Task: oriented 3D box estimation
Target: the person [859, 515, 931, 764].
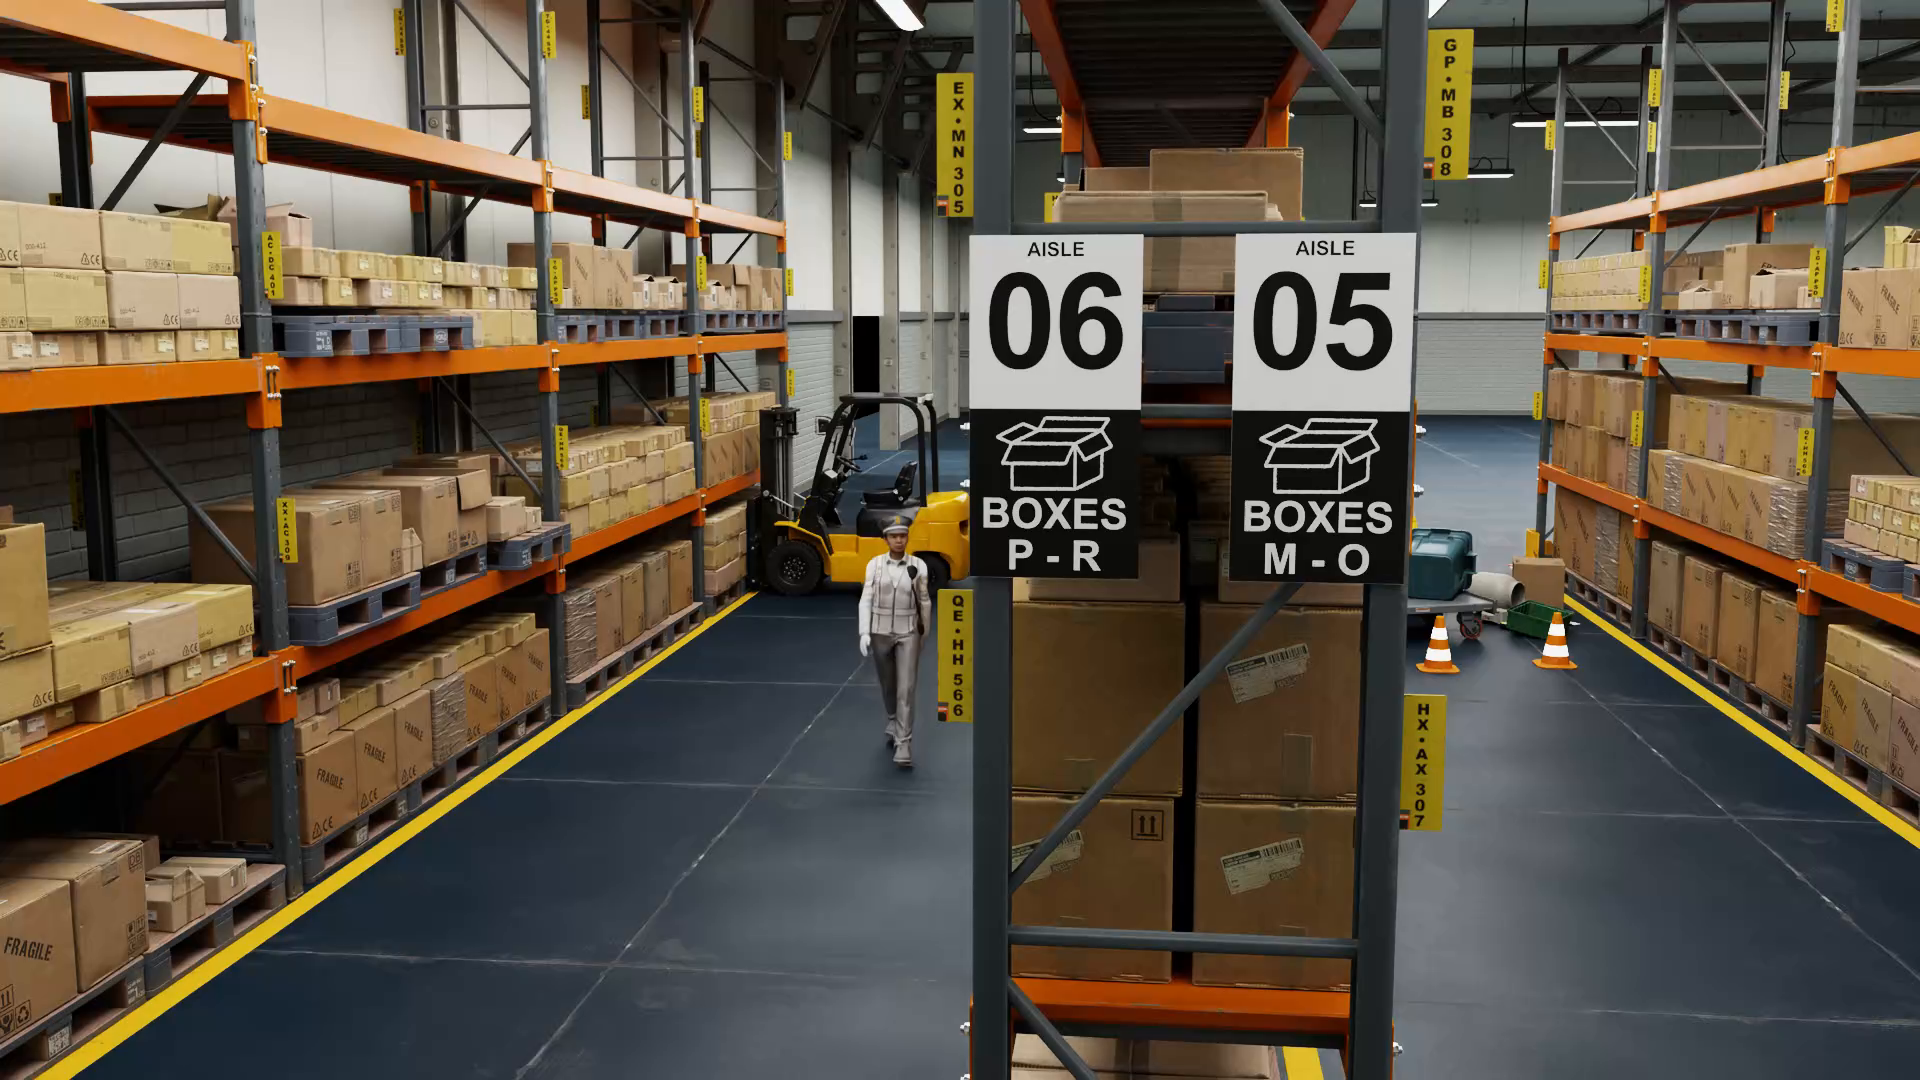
[{"bbox_3d":[-0.455,0.641,11.411,0.477,1.636,0.993,1,8,7],"label":"person"}]
